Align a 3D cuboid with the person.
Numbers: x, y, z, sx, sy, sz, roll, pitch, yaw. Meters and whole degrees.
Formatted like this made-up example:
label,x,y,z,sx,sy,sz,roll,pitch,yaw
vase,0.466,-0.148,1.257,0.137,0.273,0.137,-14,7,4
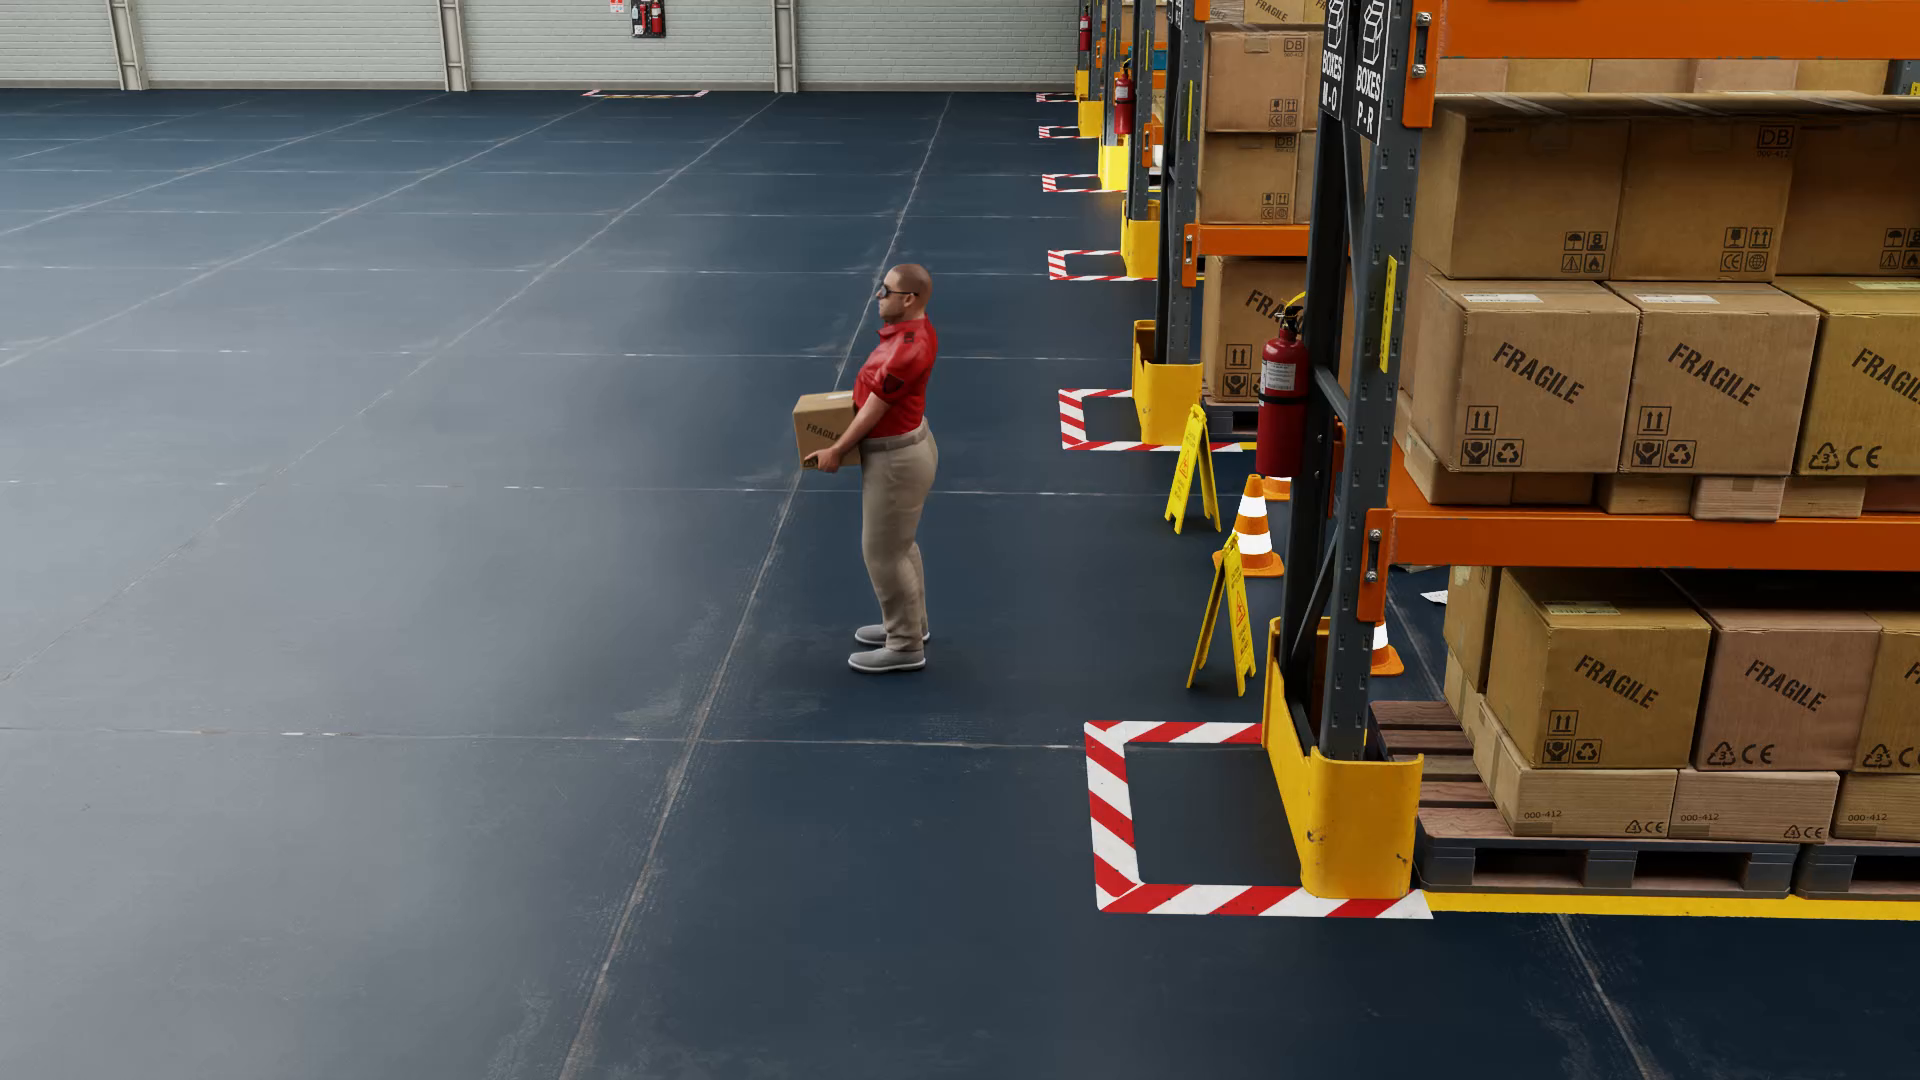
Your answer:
label,x,y,z,sx,sy,sz,roll,pitch,yaw
person,-0.364,-0.303,6.926,0.537,1.715,0.494,1,21,3
